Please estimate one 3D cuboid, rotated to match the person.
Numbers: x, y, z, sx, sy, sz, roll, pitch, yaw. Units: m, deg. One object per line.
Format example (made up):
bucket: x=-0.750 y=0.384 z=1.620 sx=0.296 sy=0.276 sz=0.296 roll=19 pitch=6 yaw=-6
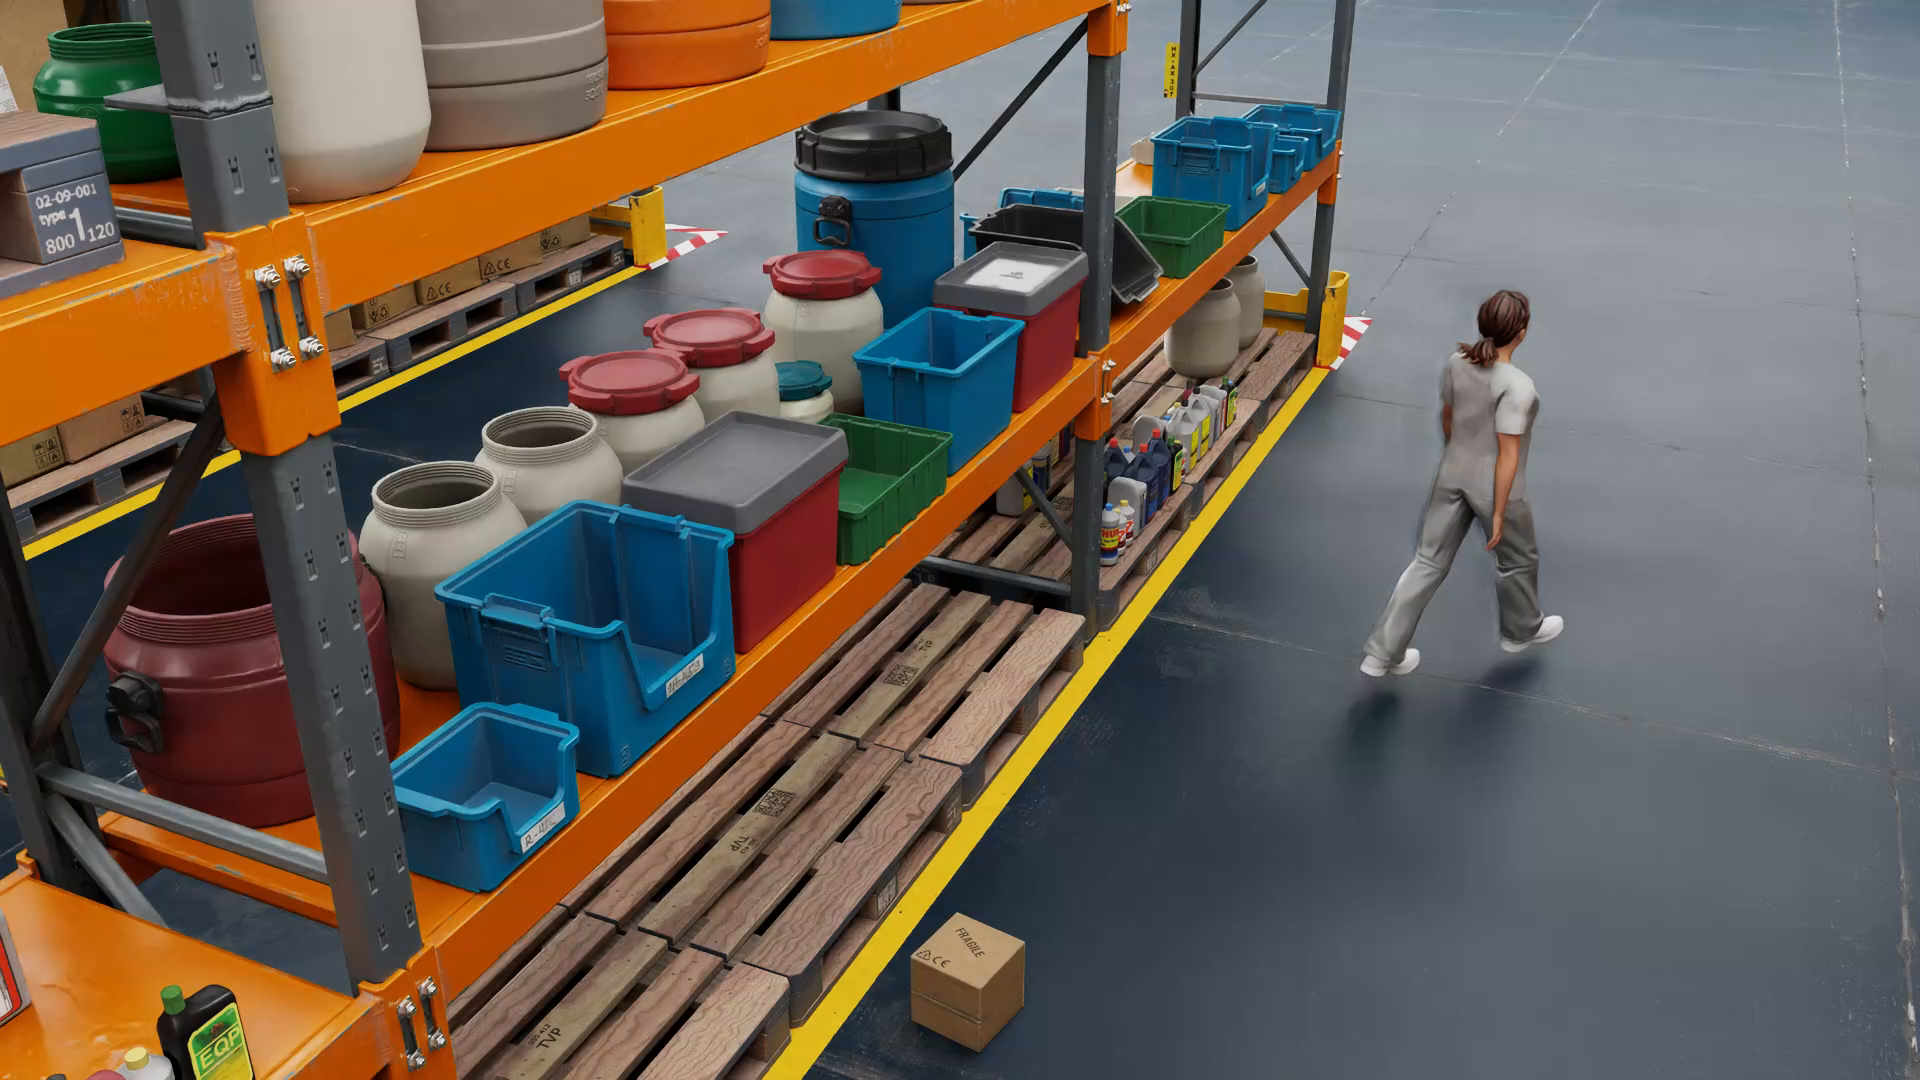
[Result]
person: x=2.074 y=-0.227 z=6.583 sx=1.028 sy=1.619 sz=0.473 roll=-17 pitch=31 yaw=-31
